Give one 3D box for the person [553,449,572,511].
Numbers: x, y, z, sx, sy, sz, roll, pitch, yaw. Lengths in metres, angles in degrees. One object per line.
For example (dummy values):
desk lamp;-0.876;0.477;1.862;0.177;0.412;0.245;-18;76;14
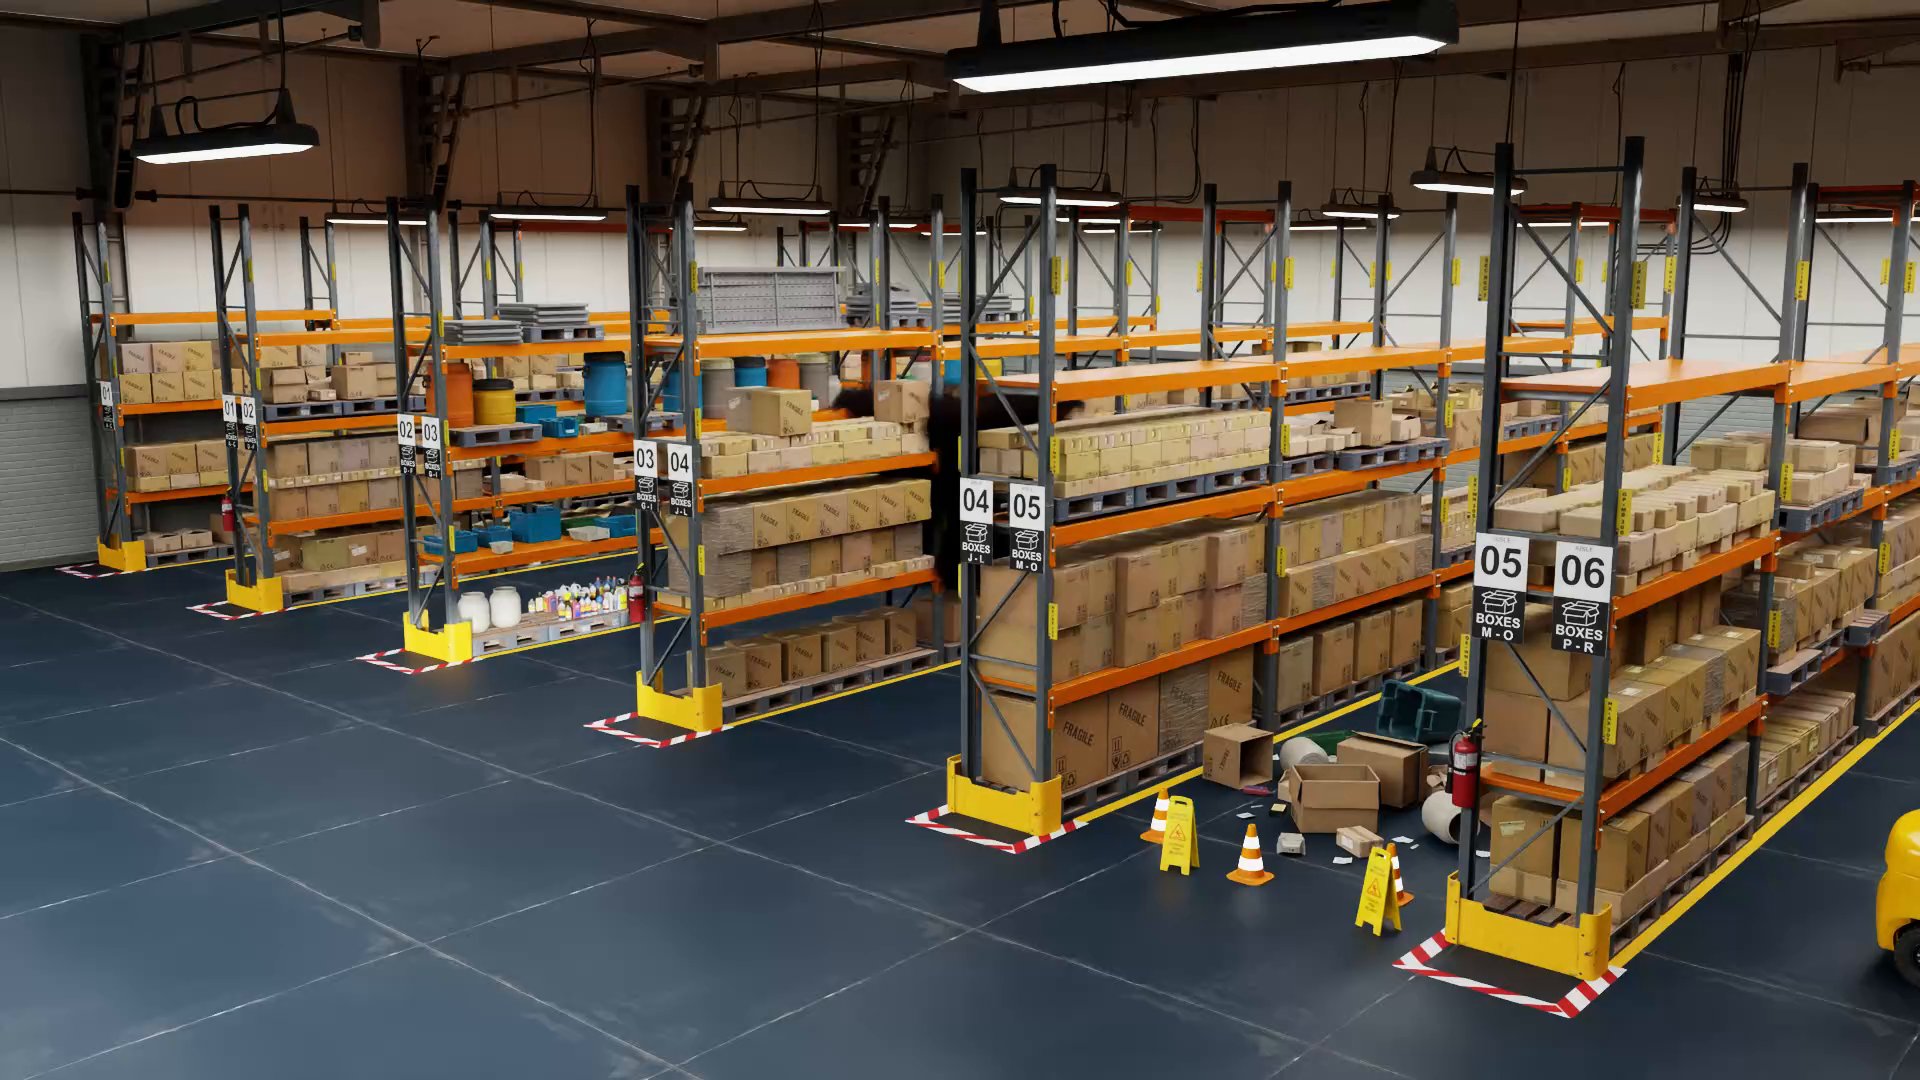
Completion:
person;-7.663;-0.947;31.885;0.466;1.682;0.444;0;9;1
